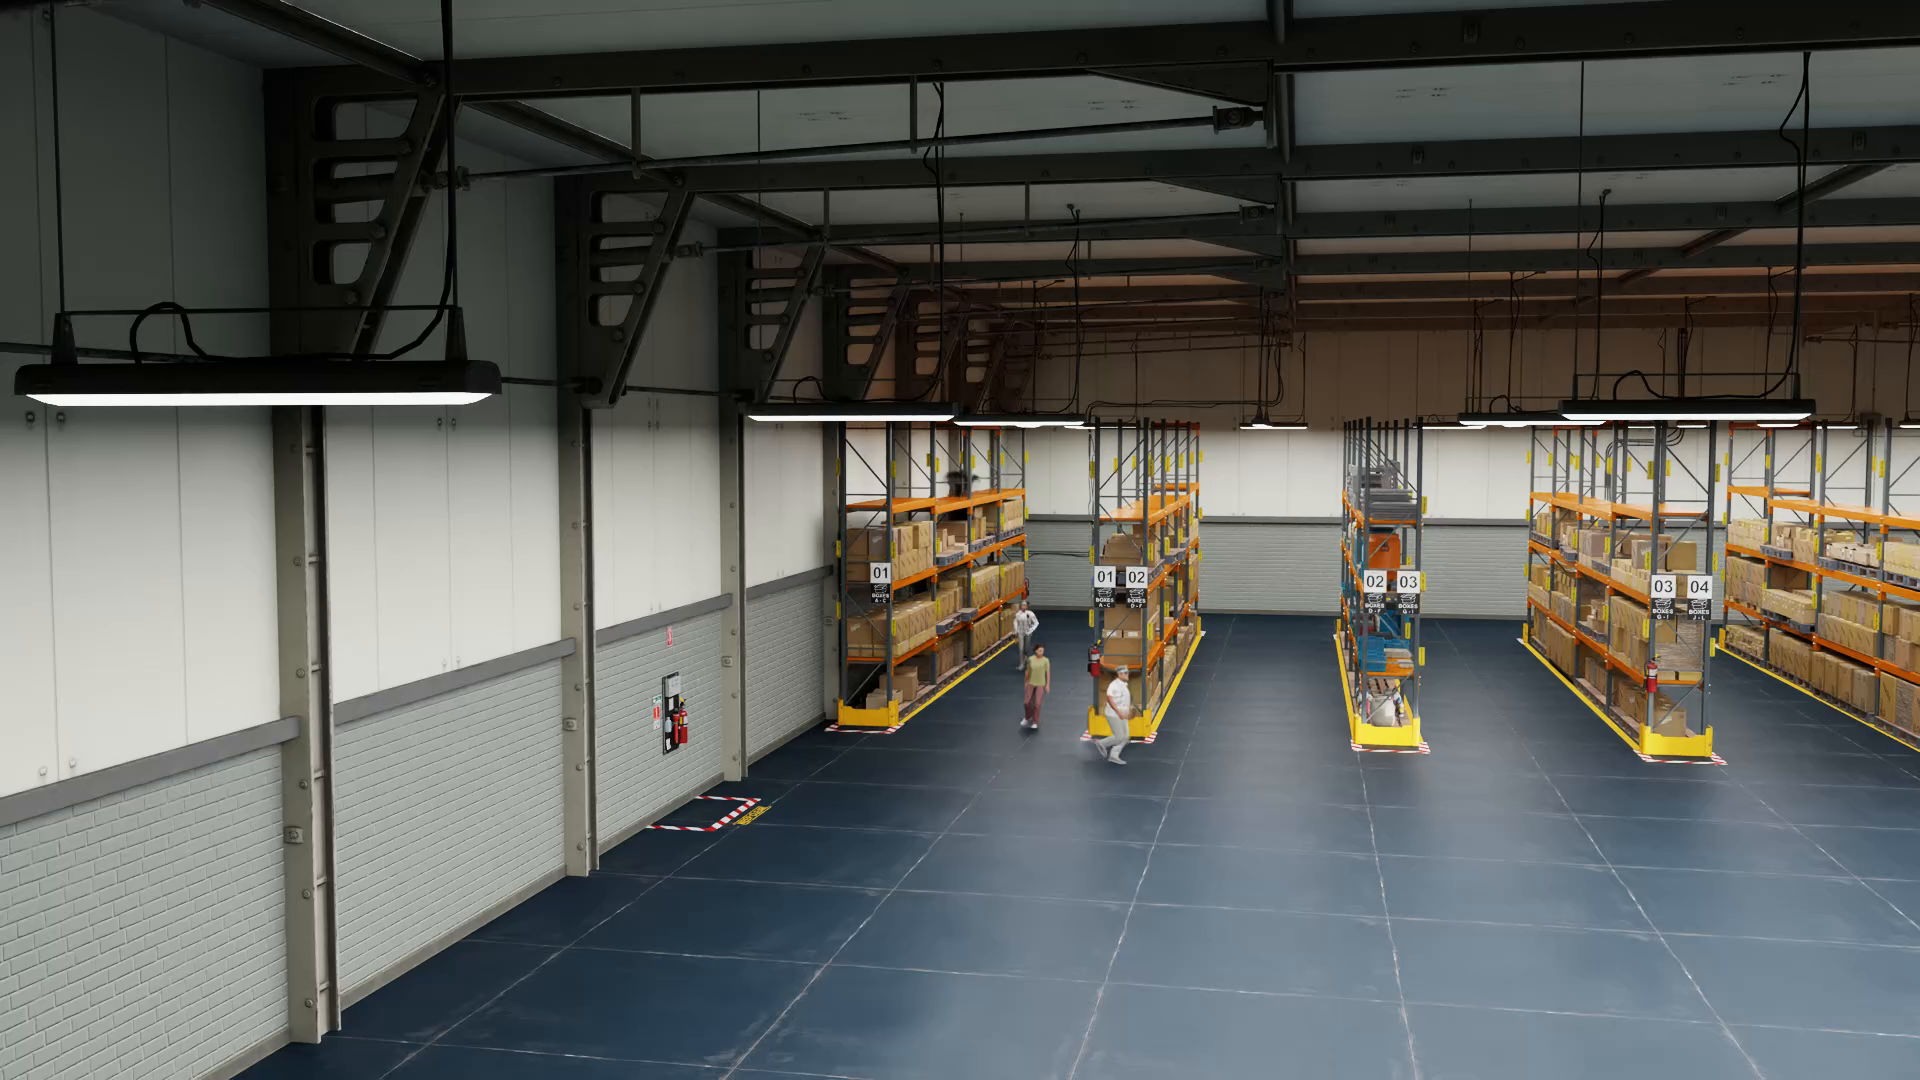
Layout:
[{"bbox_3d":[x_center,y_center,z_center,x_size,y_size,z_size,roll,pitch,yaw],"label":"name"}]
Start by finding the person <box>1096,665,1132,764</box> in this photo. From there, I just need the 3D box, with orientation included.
[{"bbox_3d":[2.645,3.007,28.795,0.595,1.728,0.655,2,4,30],"label":"person"}]

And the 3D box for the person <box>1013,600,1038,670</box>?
[{"bbox_3d":[1.600,2.280,40.377,0.631,1.694,0.687,1,4,12],"label":"person"}]

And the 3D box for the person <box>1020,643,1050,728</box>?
[{"bbox_3d":[1.445,2.793,32.005,0.580,1.656,0.437,1,4,8],"label":"person"}]
